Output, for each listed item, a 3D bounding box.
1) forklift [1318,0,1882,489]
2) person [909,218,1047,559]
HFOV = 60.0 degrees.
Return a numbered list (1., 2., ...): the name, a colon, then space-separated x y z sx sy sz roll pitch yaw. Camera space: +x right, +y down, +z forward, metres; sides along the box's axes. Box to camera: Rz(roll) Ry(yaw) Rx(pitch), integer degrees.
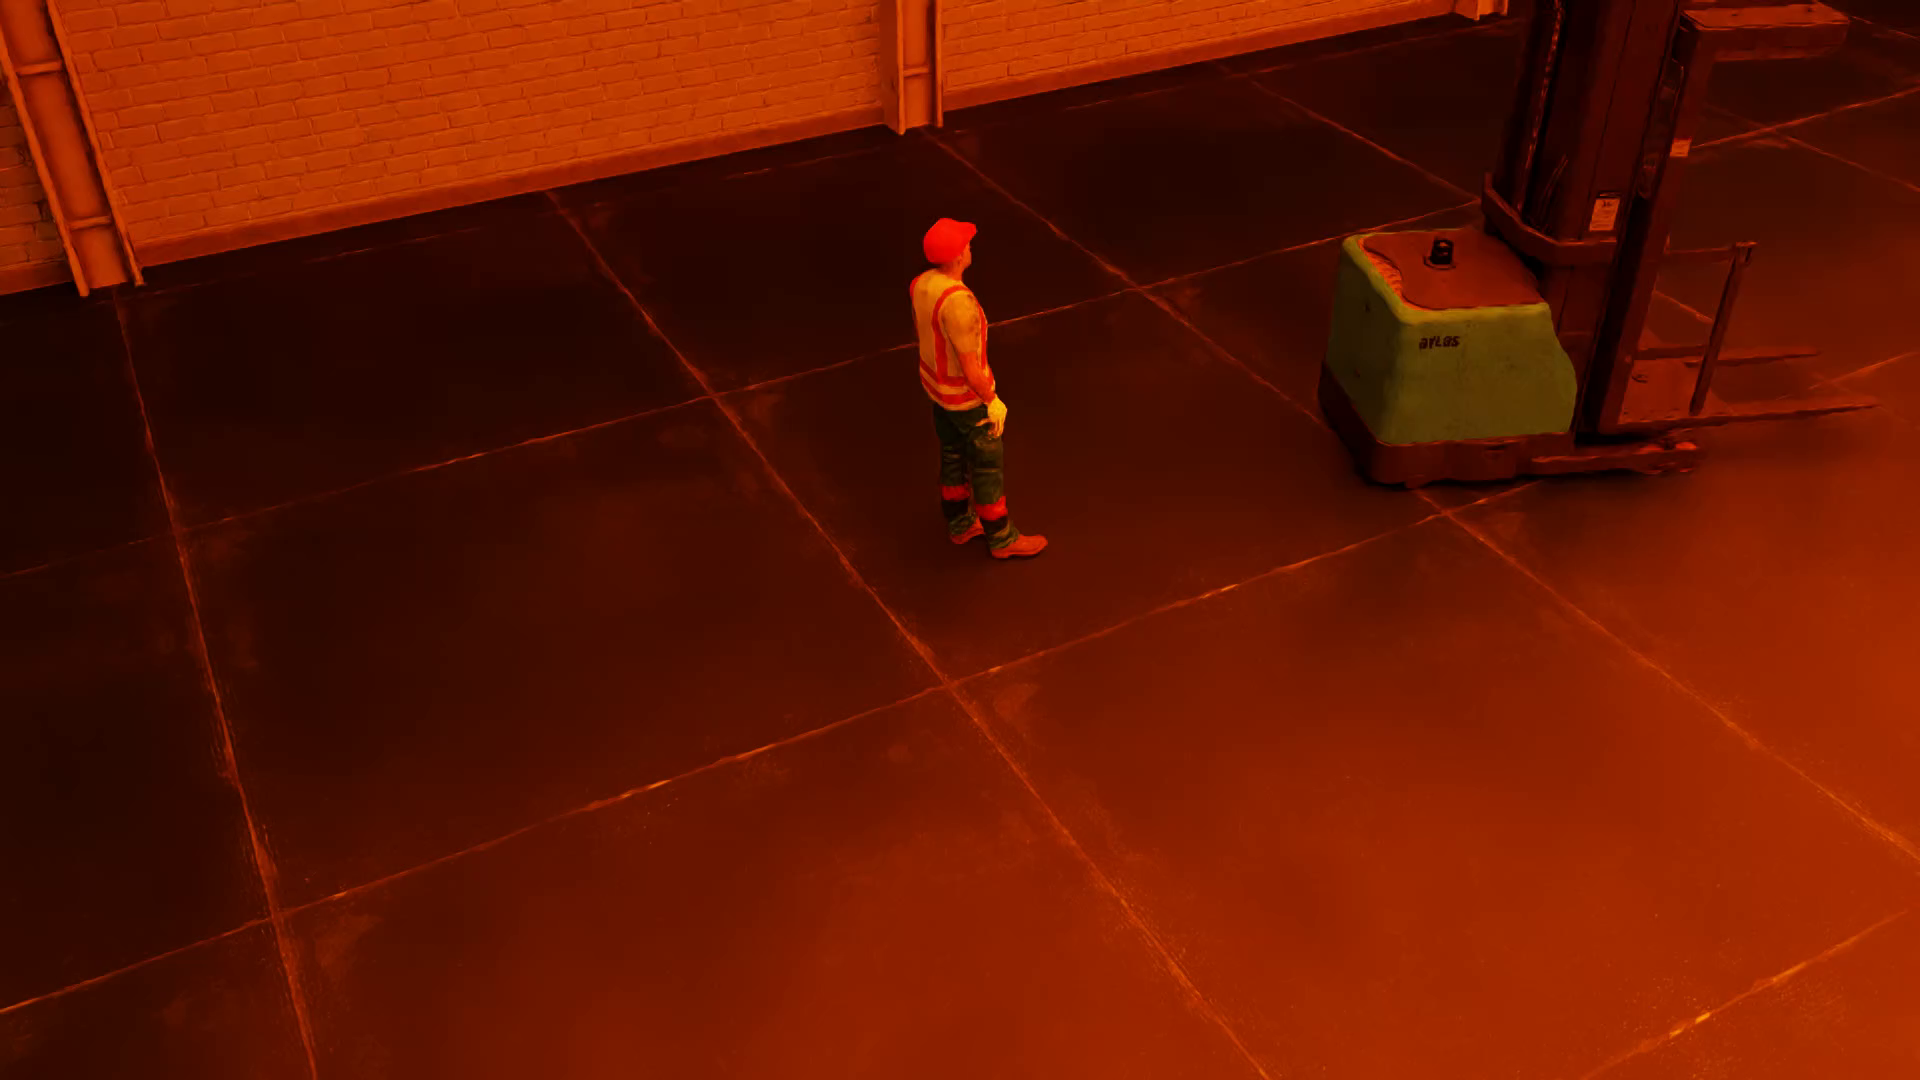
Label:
1. forklift: 3.653 -1.856 8.748 3.031 2.935 1.130 -5 36 -7
2. person: 0.076 -0.753 8.165 0.563 1.787 0.637 -17 39 -23
